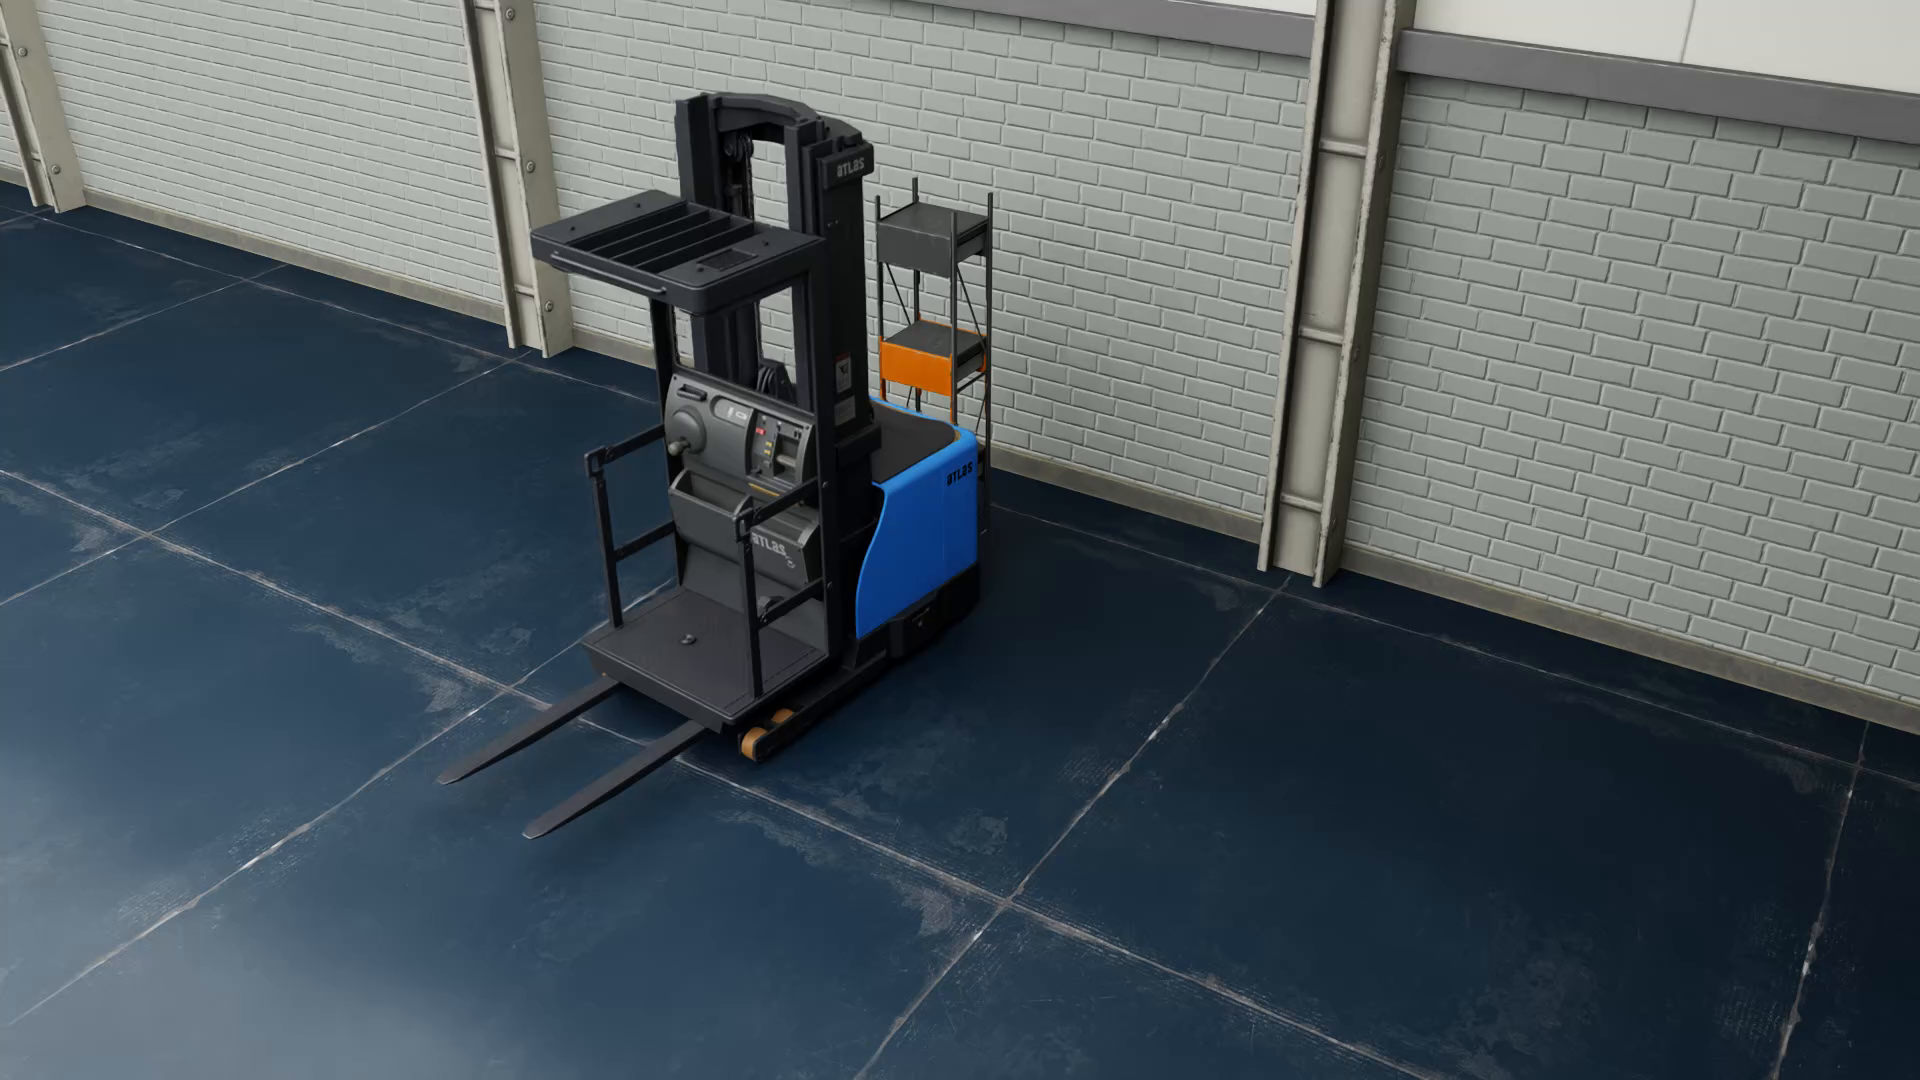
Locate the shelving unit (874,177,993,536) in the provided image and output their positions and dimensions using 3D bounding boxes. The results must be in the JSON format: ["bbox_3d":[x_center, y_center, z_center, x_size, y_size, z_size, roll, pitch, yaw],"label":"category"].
[{"bbox_3d":[-0.140,-0.951,9.469,0.503,2.100,0.431,18,35,27],"label":"shelving unit"}]

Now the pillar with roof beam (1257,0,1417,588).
[{"bbox_3d":[-0.320,-1.894,4.238,0.400,9.000,9.100,18,35,27],"label":"pillar with roof beam"}]

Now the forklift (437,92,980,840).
[{"bbox_3d":[-1.197,-0.472,7.823,1.130,2.935,3.031,22,37,32],"label":"forklift"}]

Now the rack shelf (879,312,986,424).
[{"bbox_3d":[-0.140,-0.940,9.476,0.480,0.518,0.431,18,35,27],"label":"rack shelf"}]

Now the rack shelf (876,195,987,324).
[{"bbox_3d":[-0.140,-1.544,9.123,0.480,0.518,0.431,18,35,27],"label":"rack shelf"}]

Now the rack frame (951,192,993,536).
[{"bbox_3d":[0.066,-0.886,9.357,0.015,2.100,0.400,18,35,27],"label":"rack frame"}]

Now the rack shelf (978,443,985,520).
[{"bbox_3d":[-0.140,-0.335,9.829,0.480,0.518,0.431,18,35,27],"label":"rack shelf"}]

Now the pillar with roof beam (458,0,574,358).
[{"bbox_3d":[-5.402,-3.501,6.994,0.400,9.000,9.100,18,35,27],"label":"pillar with roof beam"}]

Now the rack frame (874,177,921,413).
[{"bbox_3d":[-0.347,-1.017,9.581,0.015,2.100,0.400,18,35,27],"label":"rack frame"}]

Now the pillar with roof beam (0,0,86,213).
[{"bbox_3d":[-10.484,-5.108,9.749,0.400,9.000,9.100,18,35,27],"label":"pillar with roof beam"}]
